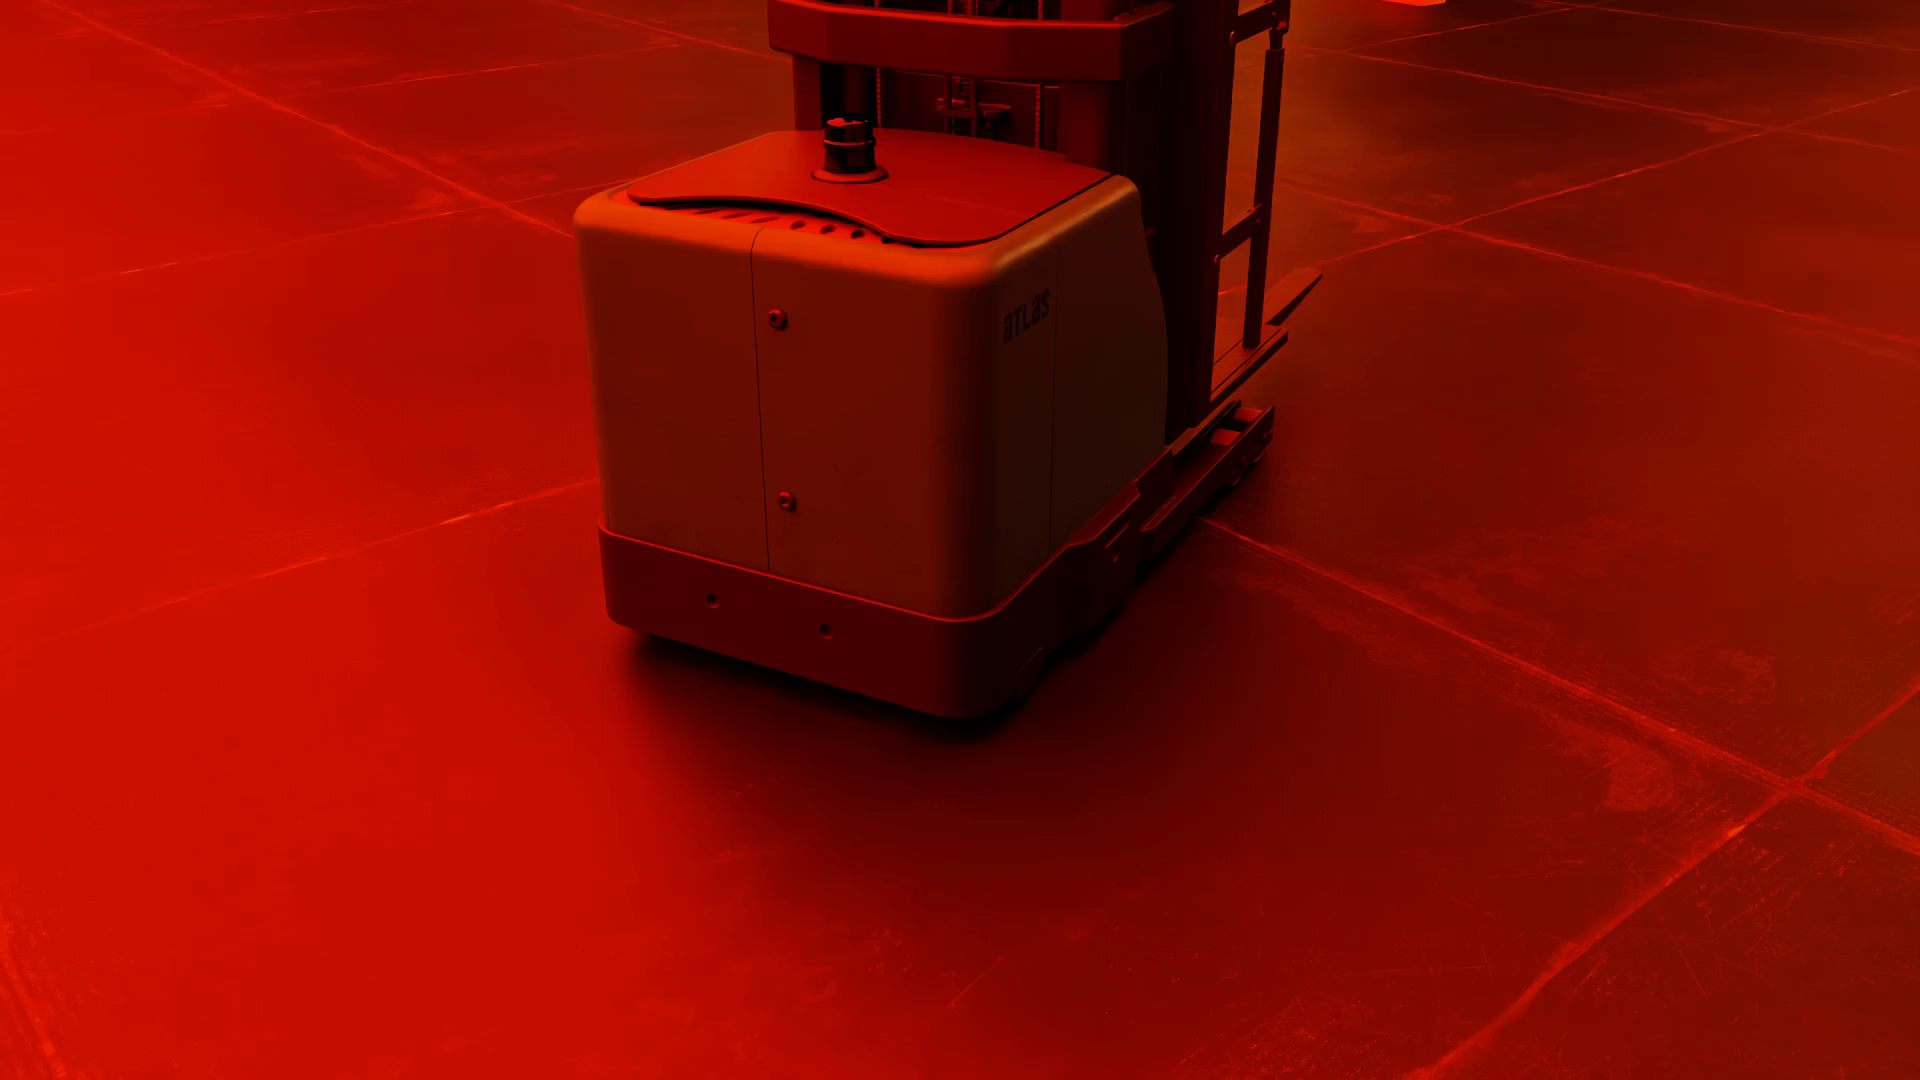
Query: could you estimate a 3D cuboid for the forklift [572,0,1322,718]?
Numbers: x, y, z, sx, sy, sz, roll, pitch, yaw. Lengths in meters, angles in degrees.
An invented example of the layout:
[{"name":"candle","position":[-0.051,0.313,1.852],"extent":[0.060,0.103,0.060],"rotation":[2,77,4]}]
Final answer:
[{"name":"forklift","position":[0.285,-1.552,4.331],"extent":[1.130,2.935,3.031],"rotation":[13,29,25]}]
